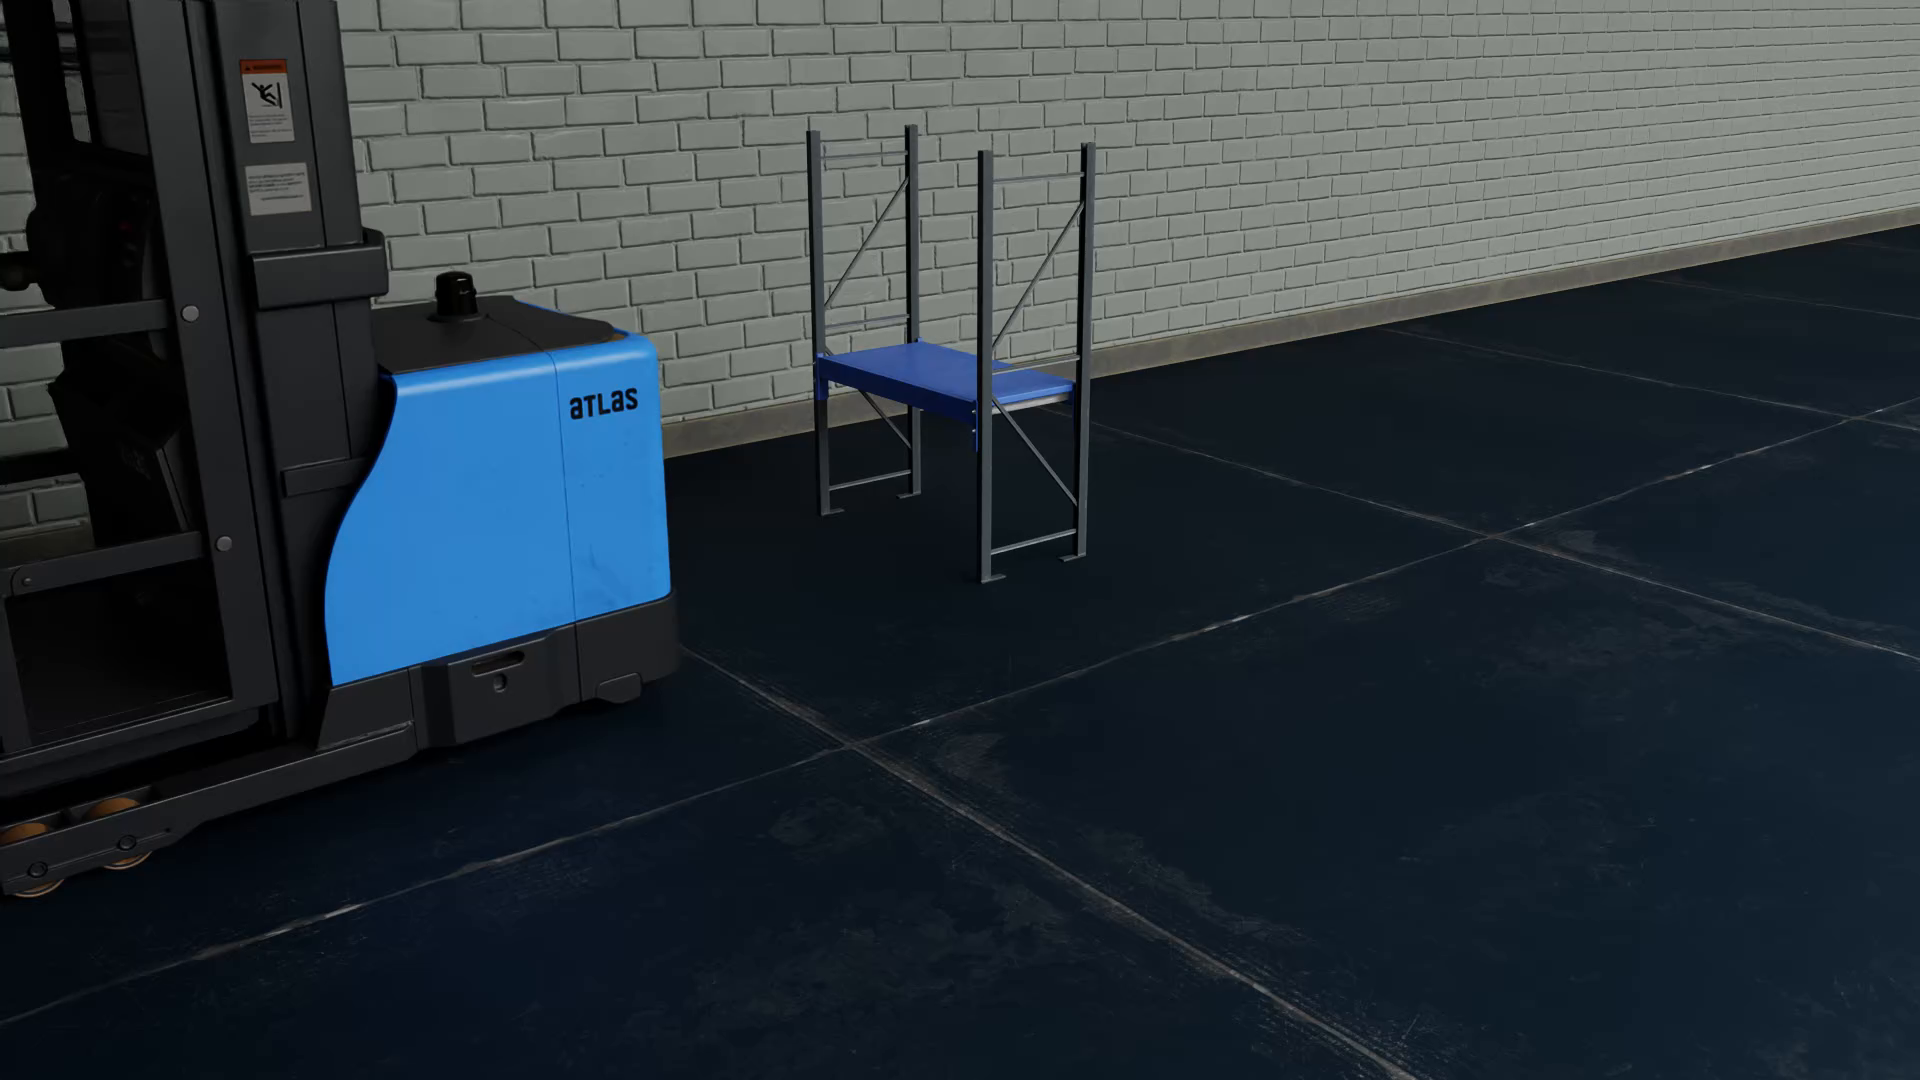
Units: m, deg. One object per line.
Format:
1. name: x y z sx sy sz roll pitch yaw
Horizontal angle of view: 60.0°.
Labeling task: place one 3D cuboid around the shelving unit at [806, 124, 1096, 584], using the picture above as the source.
1. shelving unit: -0.053 -0.733 6.190 0.538 1.500 1.048 -14 23 -36

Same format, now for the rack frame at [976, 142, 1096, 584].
1. rack frame: 0.263 -0.608 5.812 0.500 1.500 0.032 -14 23 -36

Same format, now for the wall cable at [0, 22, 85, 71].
1. wall cable: -3.695 -2.561 4.721 3.097 2.526 0.112 -14 23 -36

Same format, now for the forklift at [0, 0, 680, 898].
1. forklift: -2.278 -0.748 3.958 3.031 2.935 1.130 -15 24 -39

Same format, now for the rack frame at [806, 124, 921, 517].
1. rack frame: -0.369 -0.858 6.569 0.500 1.500 0.032 -14 23 -36

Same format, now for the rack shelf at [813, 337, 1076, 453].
1. rack shelf: -0.053 -0.562 6.247 0.538 0.185 1.000 -14 23 -36
